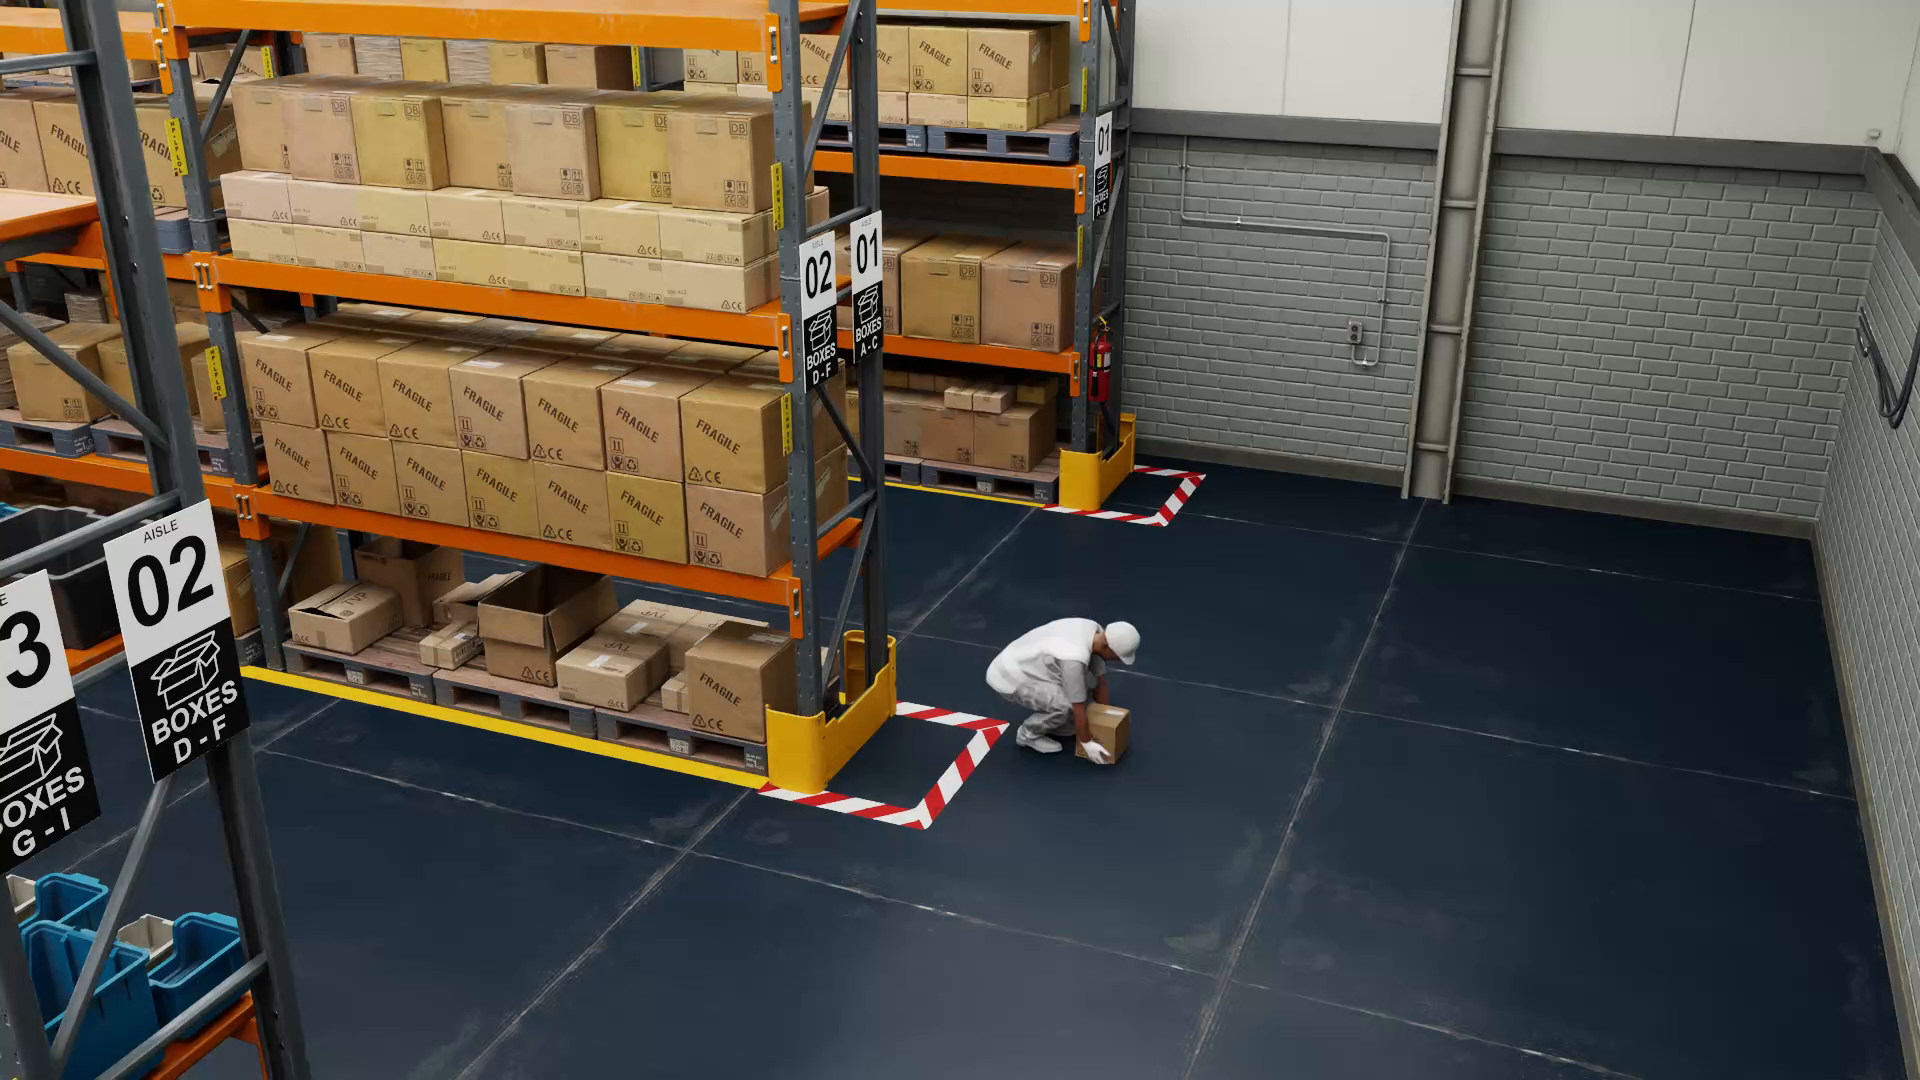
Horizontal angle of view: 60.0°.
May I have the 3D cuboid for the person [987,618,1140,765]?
[{"bbox_3d":[0.632,0.858,10.087,0.906,0.897,0.573,11,24,25],"label":"person"}]
